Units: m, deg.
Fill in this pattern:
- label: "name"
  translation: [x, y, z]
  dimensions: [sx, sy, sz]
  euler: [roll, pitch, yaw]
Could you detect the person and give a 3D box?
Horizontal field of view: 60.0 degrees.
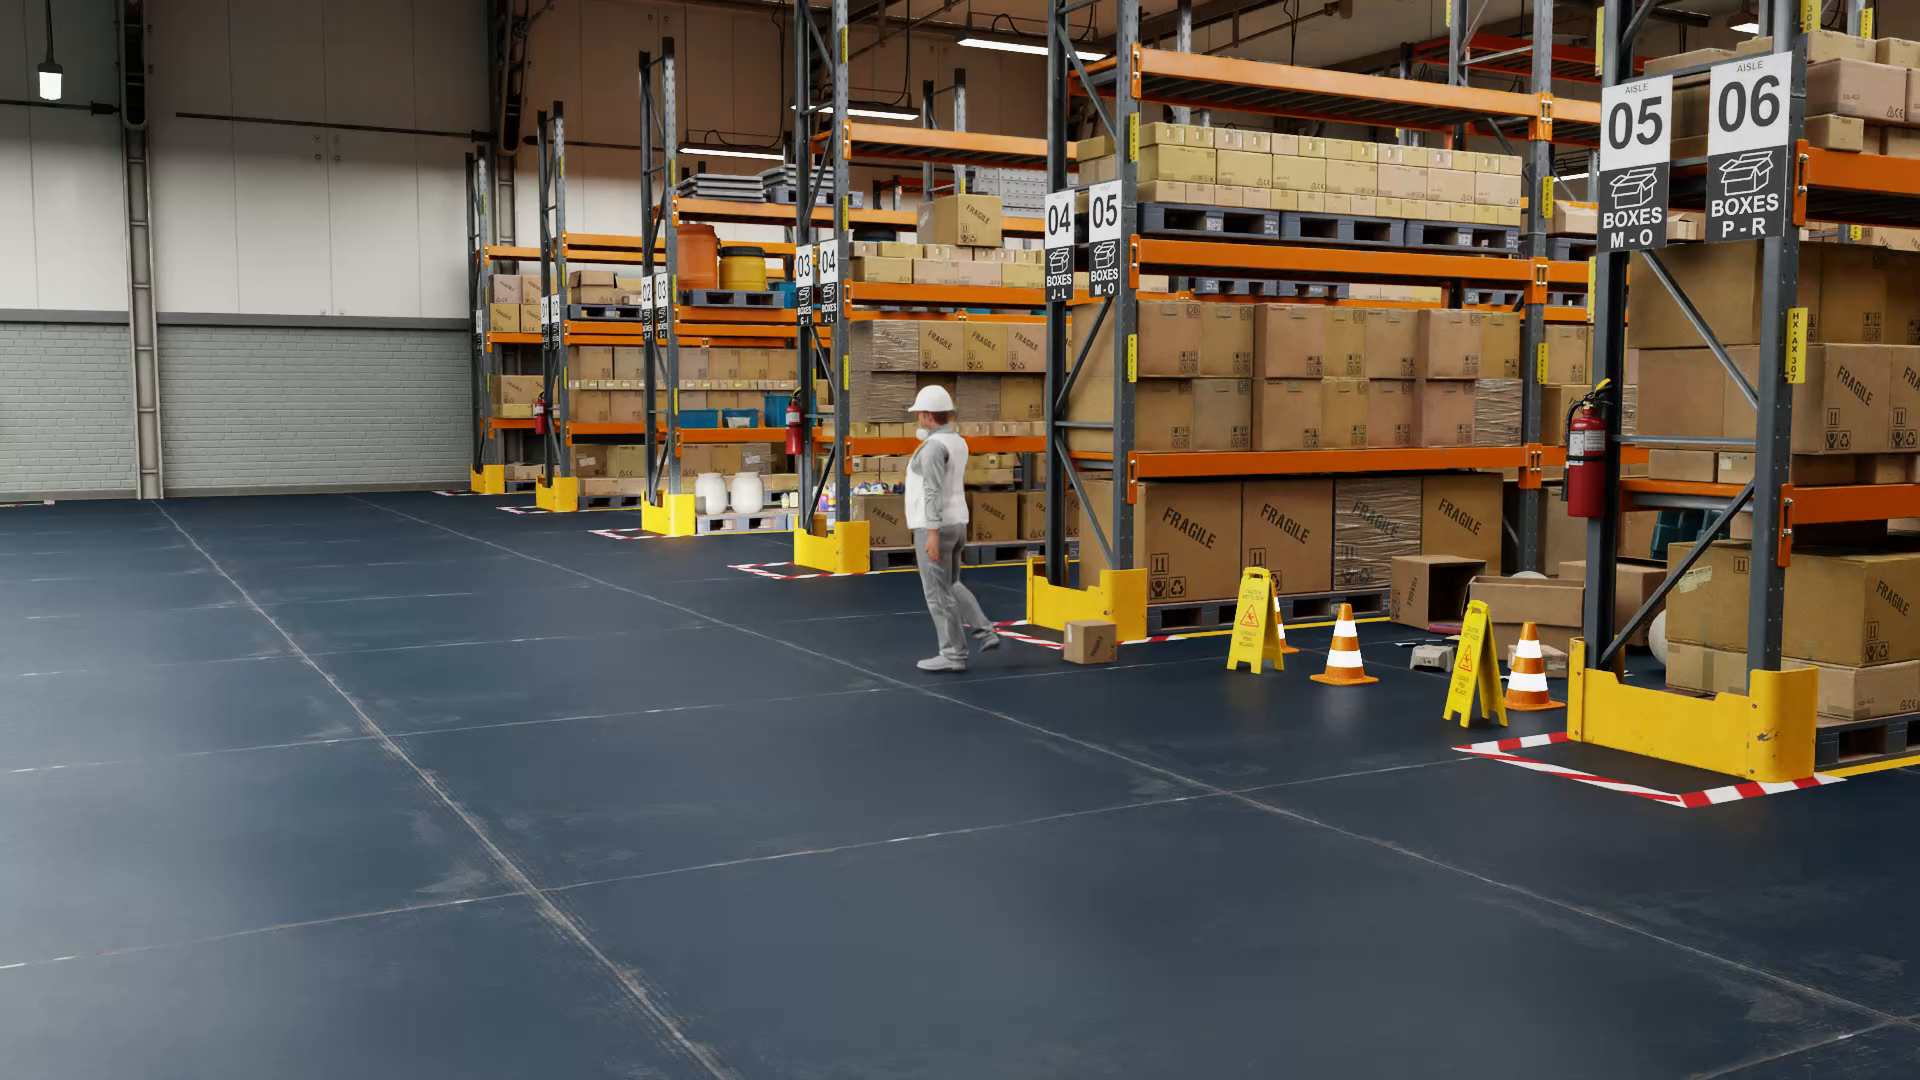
- label: "person"
  translation: [-0.045, -0.077, 10.365]
  dimensions: [0.517, 1.756, 0.694]
  euler: [2, 5, 22]
